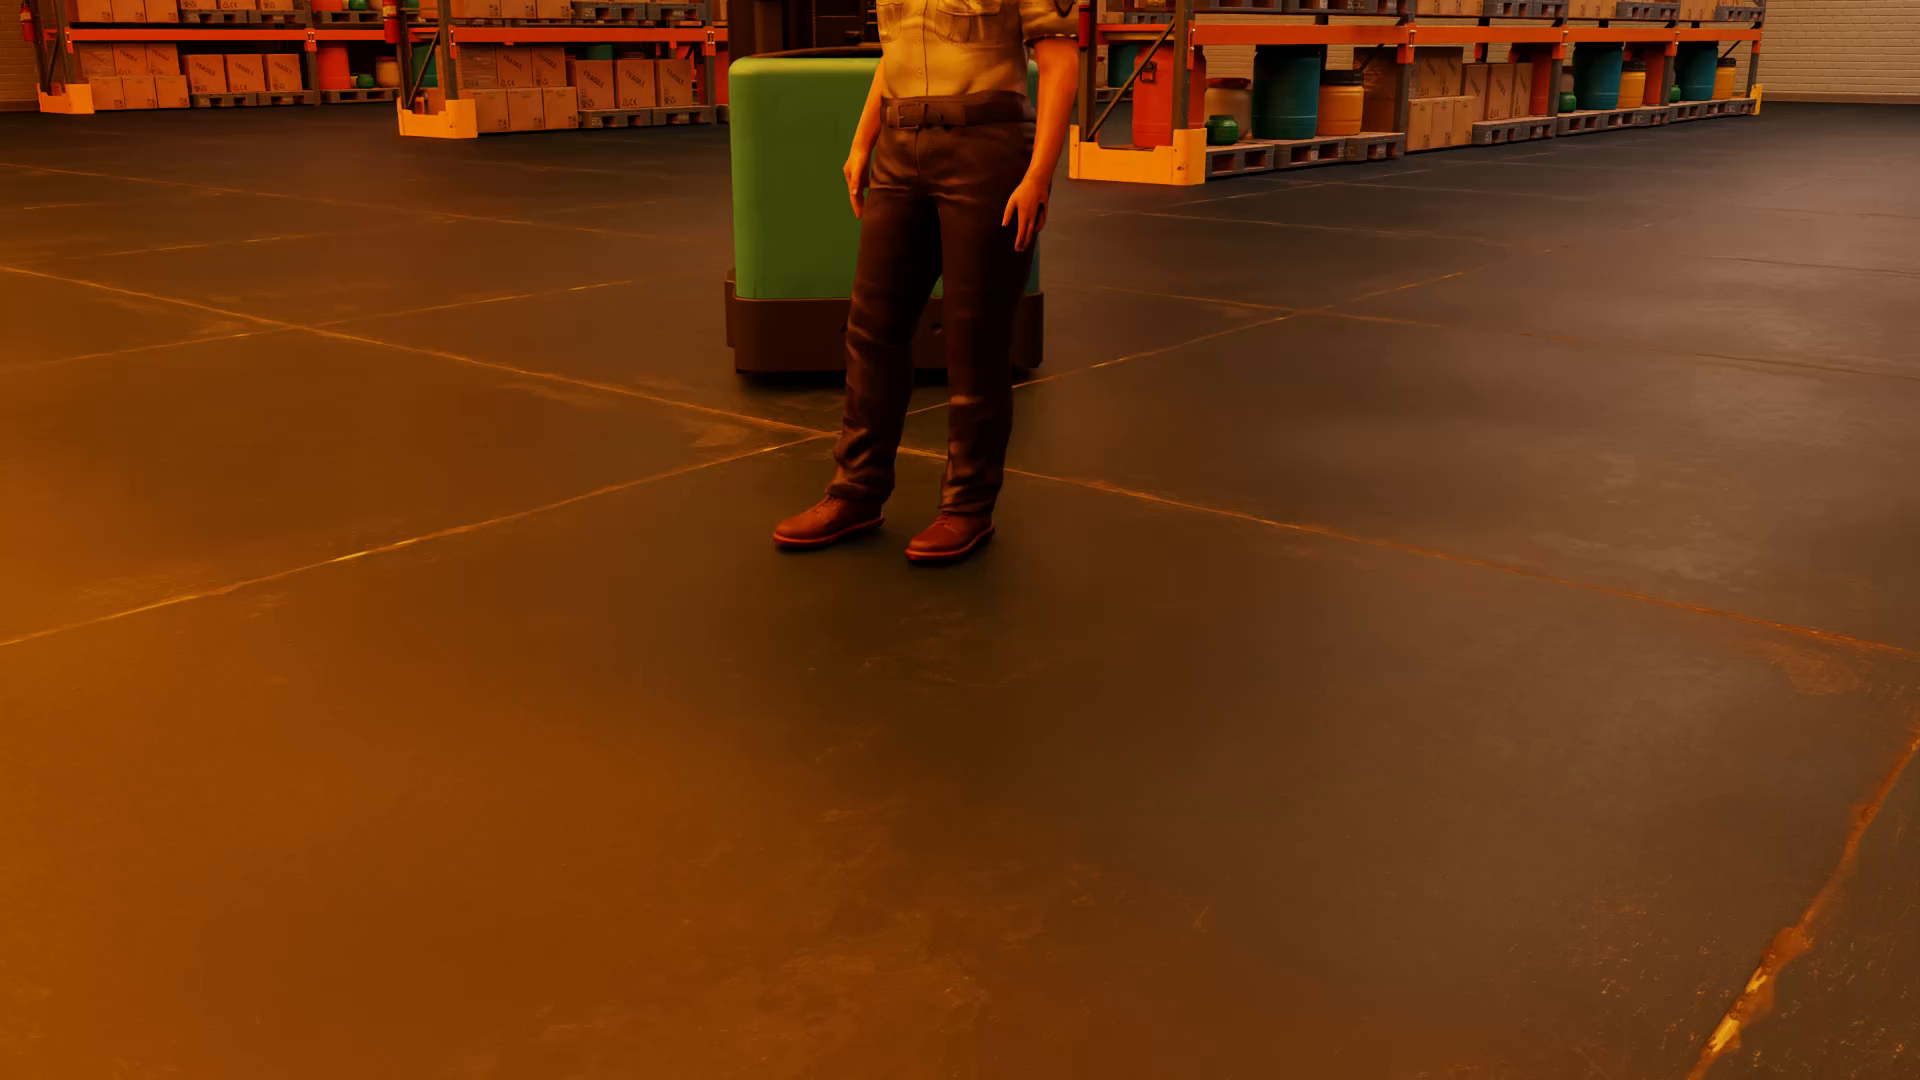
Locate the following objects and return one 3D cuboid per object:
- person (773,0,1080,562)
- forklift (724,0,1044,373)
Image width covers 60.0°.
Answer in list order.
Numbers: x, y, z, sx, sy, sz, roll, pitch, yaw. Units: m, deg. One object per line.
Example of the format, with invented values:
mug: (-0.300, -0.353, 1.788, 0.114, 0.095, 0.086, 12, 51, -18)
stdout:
person: (-0.074, -0.780, 3.648, 0.599, 1.650, 0.503, 13, 21, 37)
forklift: (-0.383, -2.342, 6.612, 1.130, 2.935, 3.031, -2, 17, -6)
